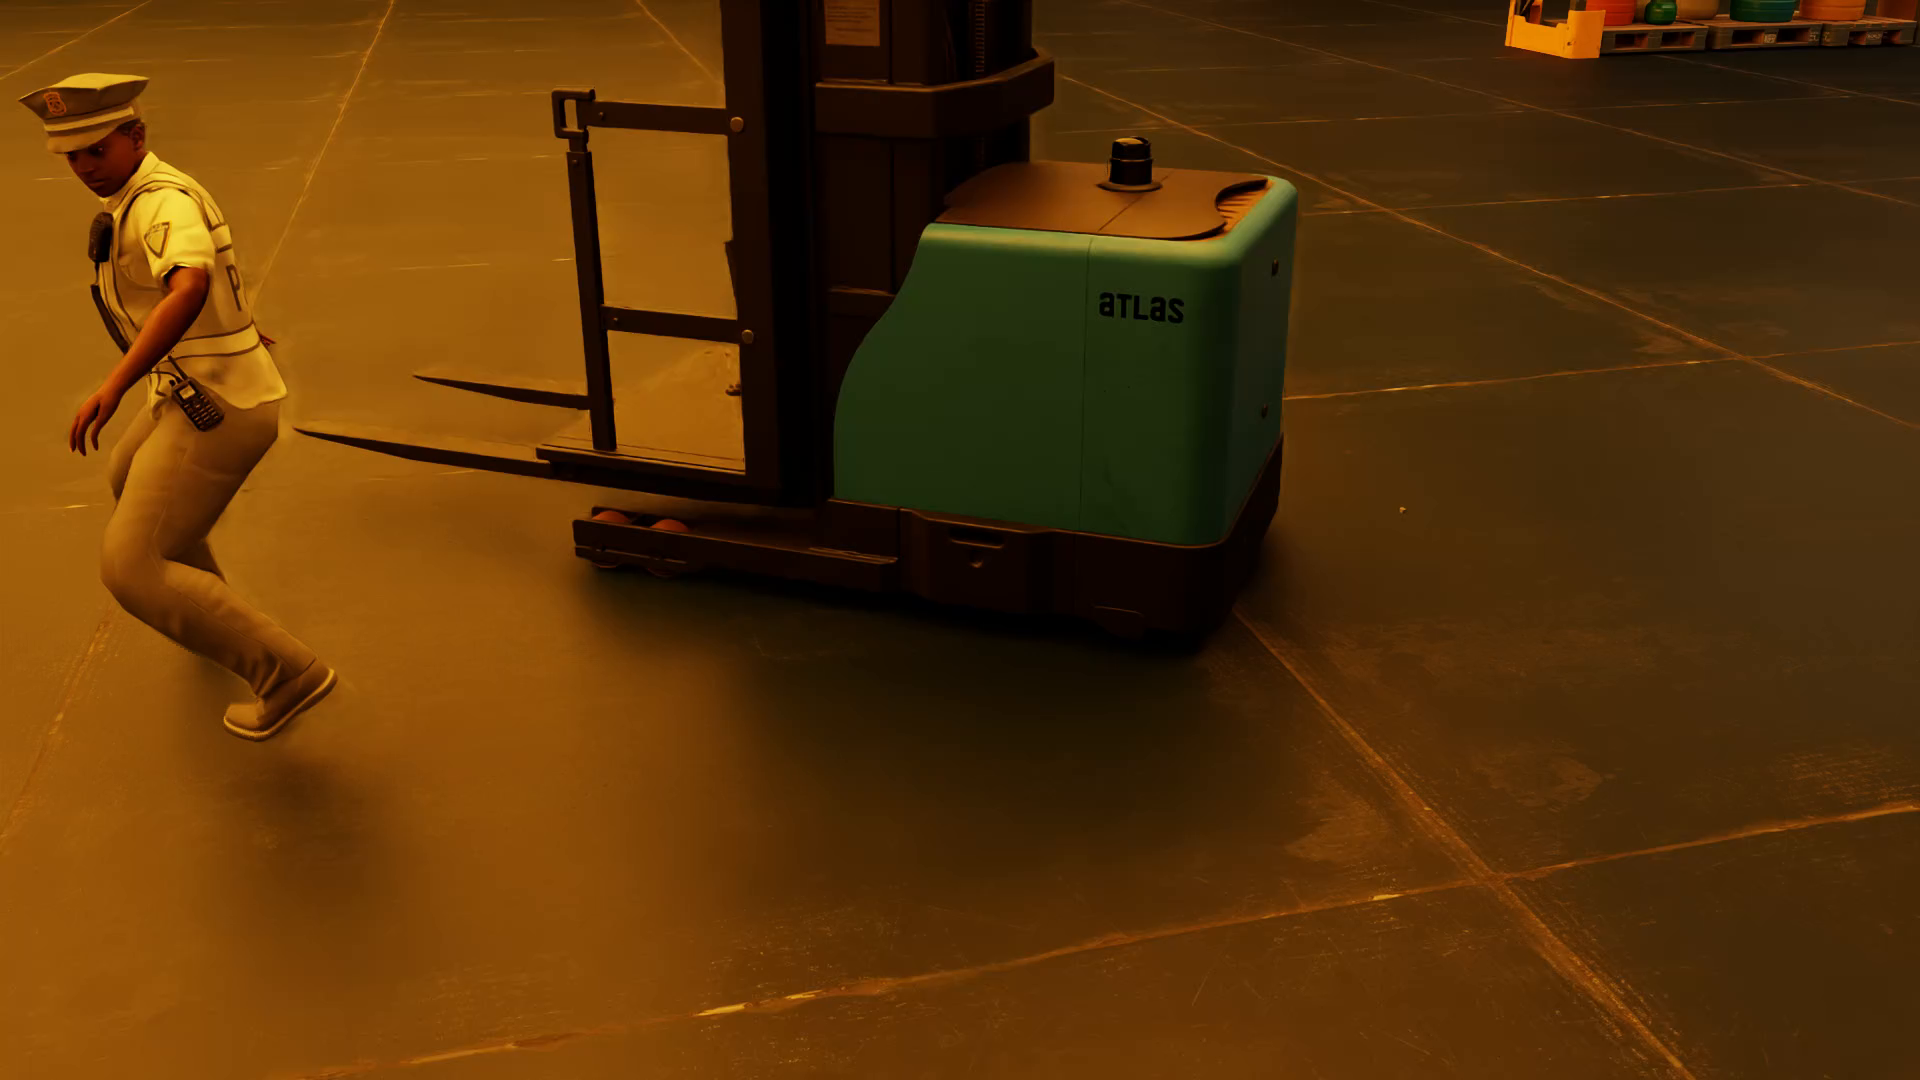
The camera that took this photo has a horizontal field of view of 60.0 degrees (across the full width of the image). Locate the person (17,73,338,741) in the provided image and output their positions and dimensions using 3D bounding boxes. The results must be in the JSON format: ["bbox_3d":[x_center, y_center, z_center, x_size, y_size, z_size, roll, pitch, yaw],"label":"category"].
[{"bbox_3d":[-1.844,-0.313,3.959,0.480,1.563,1.110,-8,24,-19],"label":"person"}]

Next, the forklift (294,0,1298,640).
[{"bbox_3d":[-0.596,-1.424,4.655,3.031,2.935,1.130,8,24,18],"label":"forklift"}]
